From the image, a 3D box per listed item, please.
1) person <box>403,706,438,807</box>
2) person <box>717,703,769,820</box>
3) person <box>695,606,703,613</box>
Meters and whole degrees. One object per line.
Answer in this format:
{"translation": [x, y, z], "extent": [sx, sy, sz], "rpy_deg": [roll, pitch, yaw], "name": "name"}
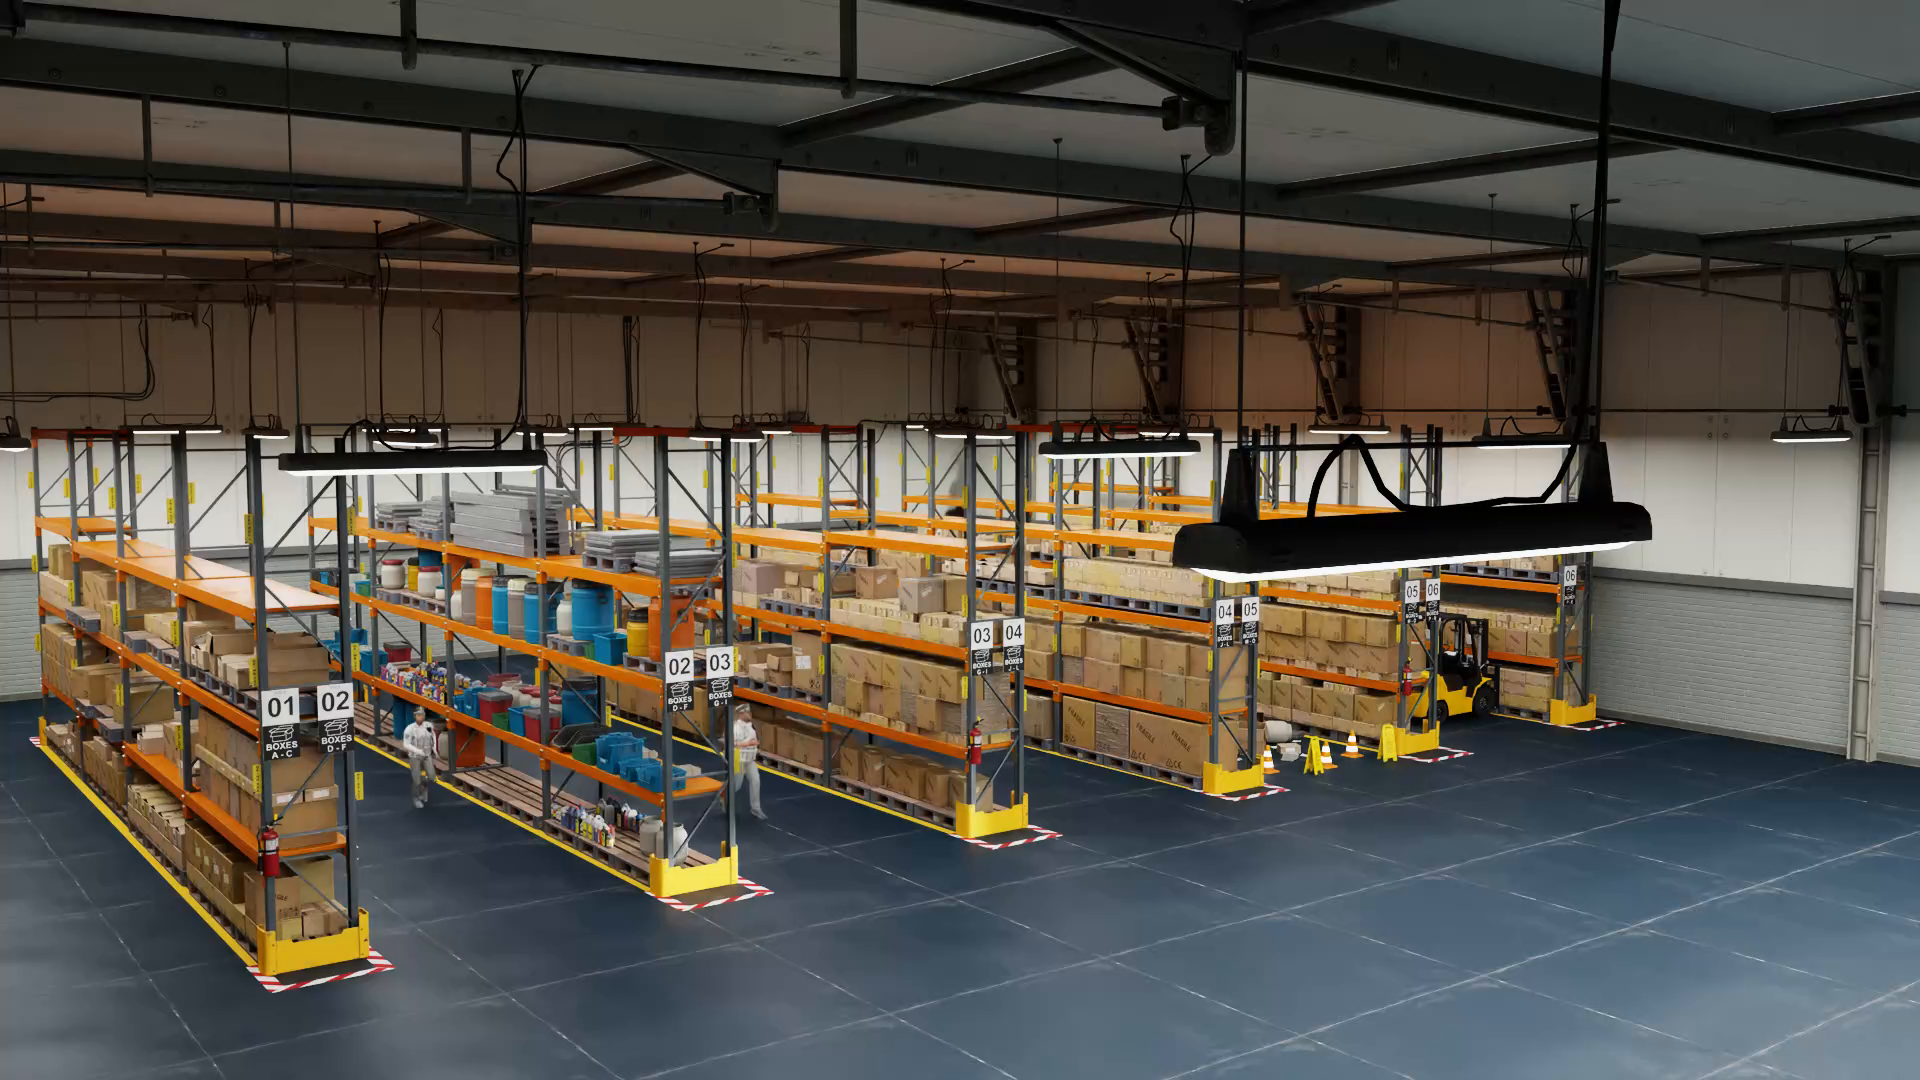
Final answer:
{"translation": [-8.523, 3.436, 26.360], "extent": [0.592, 1.646, 0.632], "rpy_deg": [-3, 6, -38], "name": "person"}
{"translation": [-3.402, 3.429, 25.763], "extent": [0.883, 1.825, 0.635], "rpy_deg": [2, 5, 26], "name": "person"}
{"translation": [-6.213, 2.393, 39.501], "extent": [0.603, 1.711, 0.840], "rpy_deg": [-1, 5, -13], "name": "person"}
